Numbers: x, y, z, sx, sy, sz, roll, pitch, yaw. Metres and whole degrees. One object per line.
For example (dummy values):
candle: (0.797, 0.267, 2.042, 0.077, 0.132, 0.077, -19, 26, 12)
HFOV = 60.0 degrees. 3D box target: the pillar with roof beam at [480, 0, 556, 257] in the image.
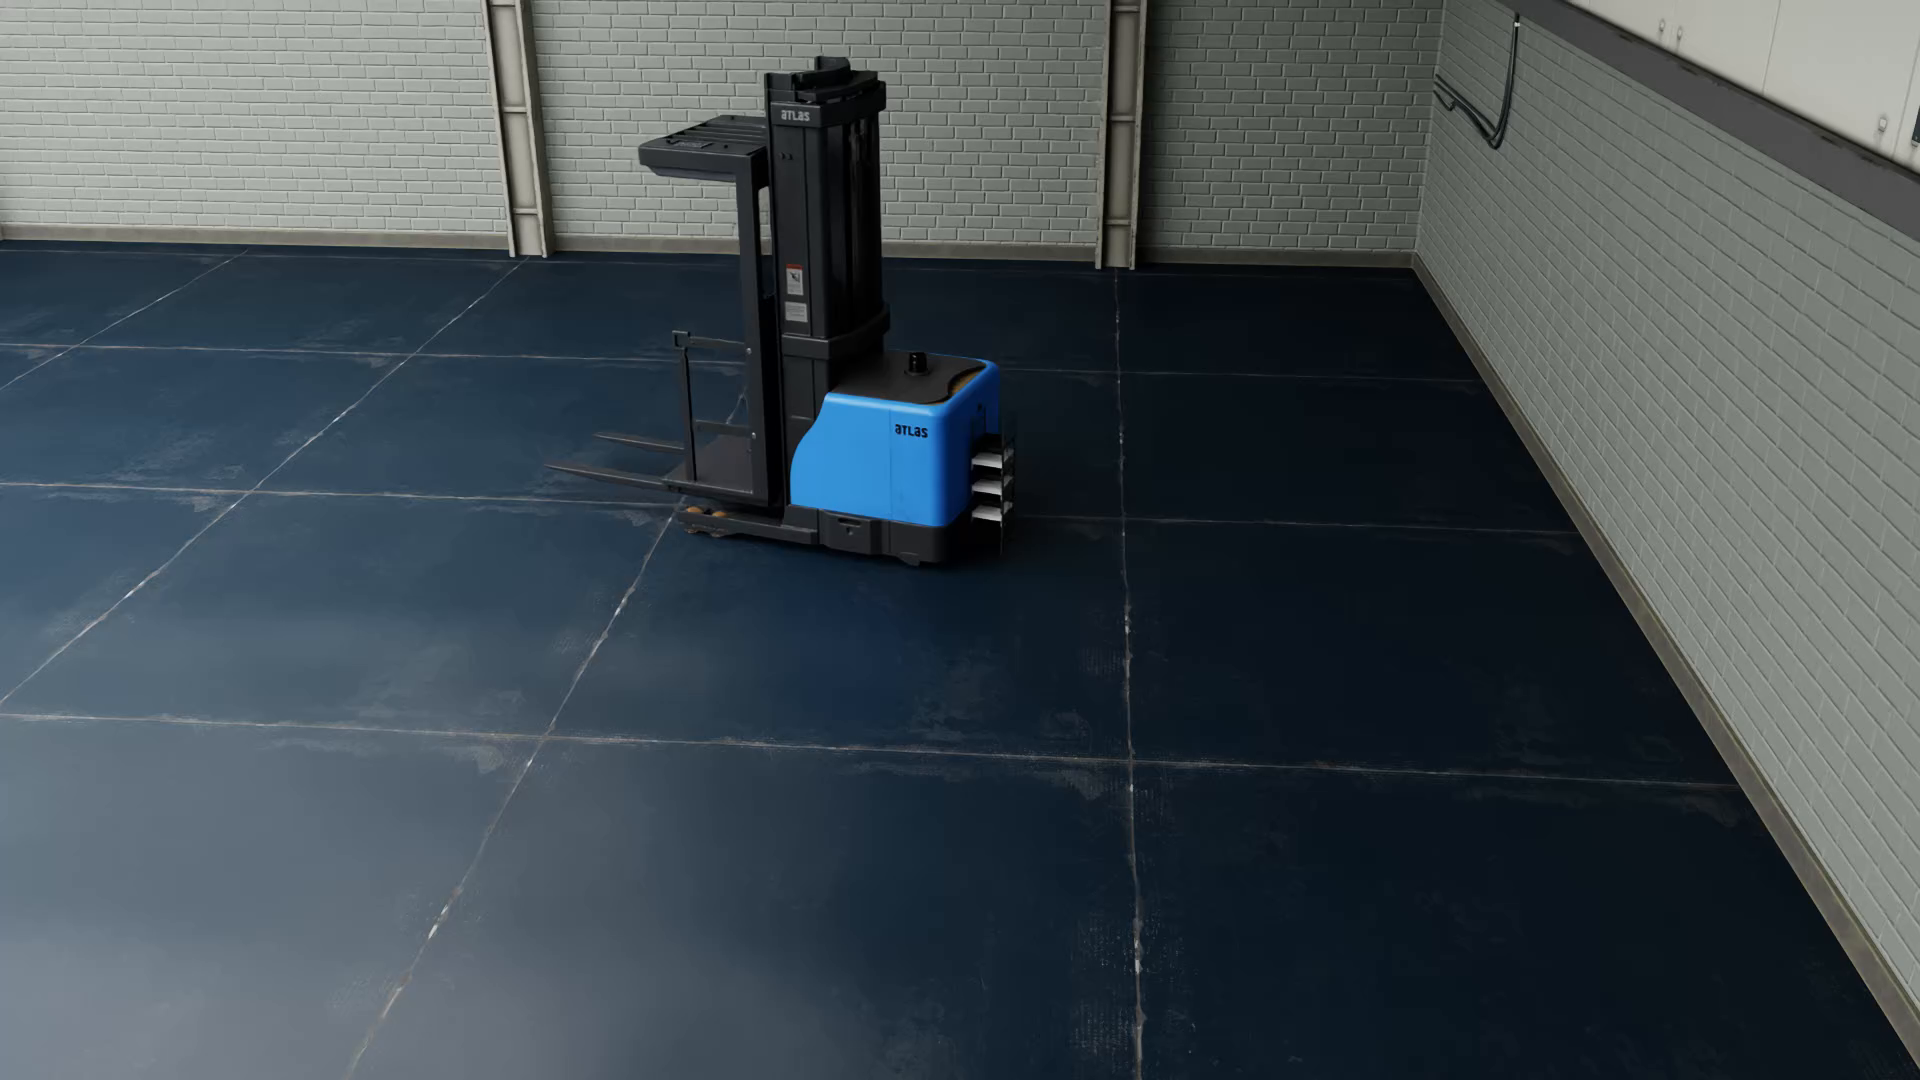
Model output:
pillar with roof beam: (-4.744, -5.261, 11.419, 0.400, 9.000, 9.100, 2, 25, 4)

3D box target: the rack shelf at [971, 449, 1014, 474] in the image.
rack shelf: (0.210, -0.504, 10.419, 0.200, 0.077, 0.258, 9, 26, 19)

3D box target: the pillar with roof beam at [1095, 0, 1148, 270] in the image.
pillar with roof beam: (1.239, -5.069, 11.002, 0.400, 9.000, 9.100, 2, 25, 4)

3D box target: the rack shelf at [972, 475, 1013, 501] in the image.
rack shelf: (0.210, -0.341, 10.494, 0.200, 0.077, 0.258, 9, 26, 19)

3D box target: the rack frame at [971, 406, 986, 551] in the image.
rack frame: (0.115, -0.386, 10.513, 0.006, 0.900, 0.240, 9, 26, 19)

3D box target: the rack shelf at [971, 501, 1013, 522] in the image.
rack shelf: (0.210, -0.177, 10.569, 0.200, 0.077, 0.258, 9, 26, 19)

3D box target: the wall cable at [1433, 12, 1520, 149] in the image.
wall cable: (4.404, -4.808, 14.148, 0.112, 2.526, 3.097, 2, 25, 4)

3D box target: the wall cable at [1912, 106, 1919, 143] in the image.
wall cable: (3.662, -3.807, 4.190, 0.169, 6.003, 2.305, 2, 25, 4)

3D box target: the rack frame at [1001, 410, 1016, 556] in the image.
rack frame: (0.305, -0.356, 10.447, 0.006, 0.900, 0.240, 9, 26, 19)

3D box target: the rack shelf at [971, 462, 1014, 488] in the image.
rack shelf: (0.210, -0.423, 10.456, 0.200, 0.077, 0.258, 9, 26, 19)

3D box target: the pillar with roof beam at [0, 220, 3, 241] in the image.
pillar with roof beam: (-10.726, -5.453, 11.836, 0.400, 9.000, 9.100, 2, 25, 4)

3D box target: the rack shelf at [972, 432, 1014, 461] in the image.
rack shelf: (0.210, -0.586, 10.381, 0.200, 0.077, 0.258, 9, 26, 19)

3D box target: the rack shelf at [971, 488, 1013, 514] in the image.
rack shelf: (0.210, -0.259, 10.531, 0.200, 0.077, 0.258, 9, 26, 19)

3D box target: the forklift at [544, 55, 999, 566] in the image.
forklift: (-1.303, -1.542, 10.595, 3.031, 2.935, 1.130, 9, 26, 19)

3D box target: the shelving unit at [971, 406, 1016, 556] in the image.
shelving unit: (0.210, -0.371, 10.480, 0.210, 0.900, 0.258, 9, 26, 19)
